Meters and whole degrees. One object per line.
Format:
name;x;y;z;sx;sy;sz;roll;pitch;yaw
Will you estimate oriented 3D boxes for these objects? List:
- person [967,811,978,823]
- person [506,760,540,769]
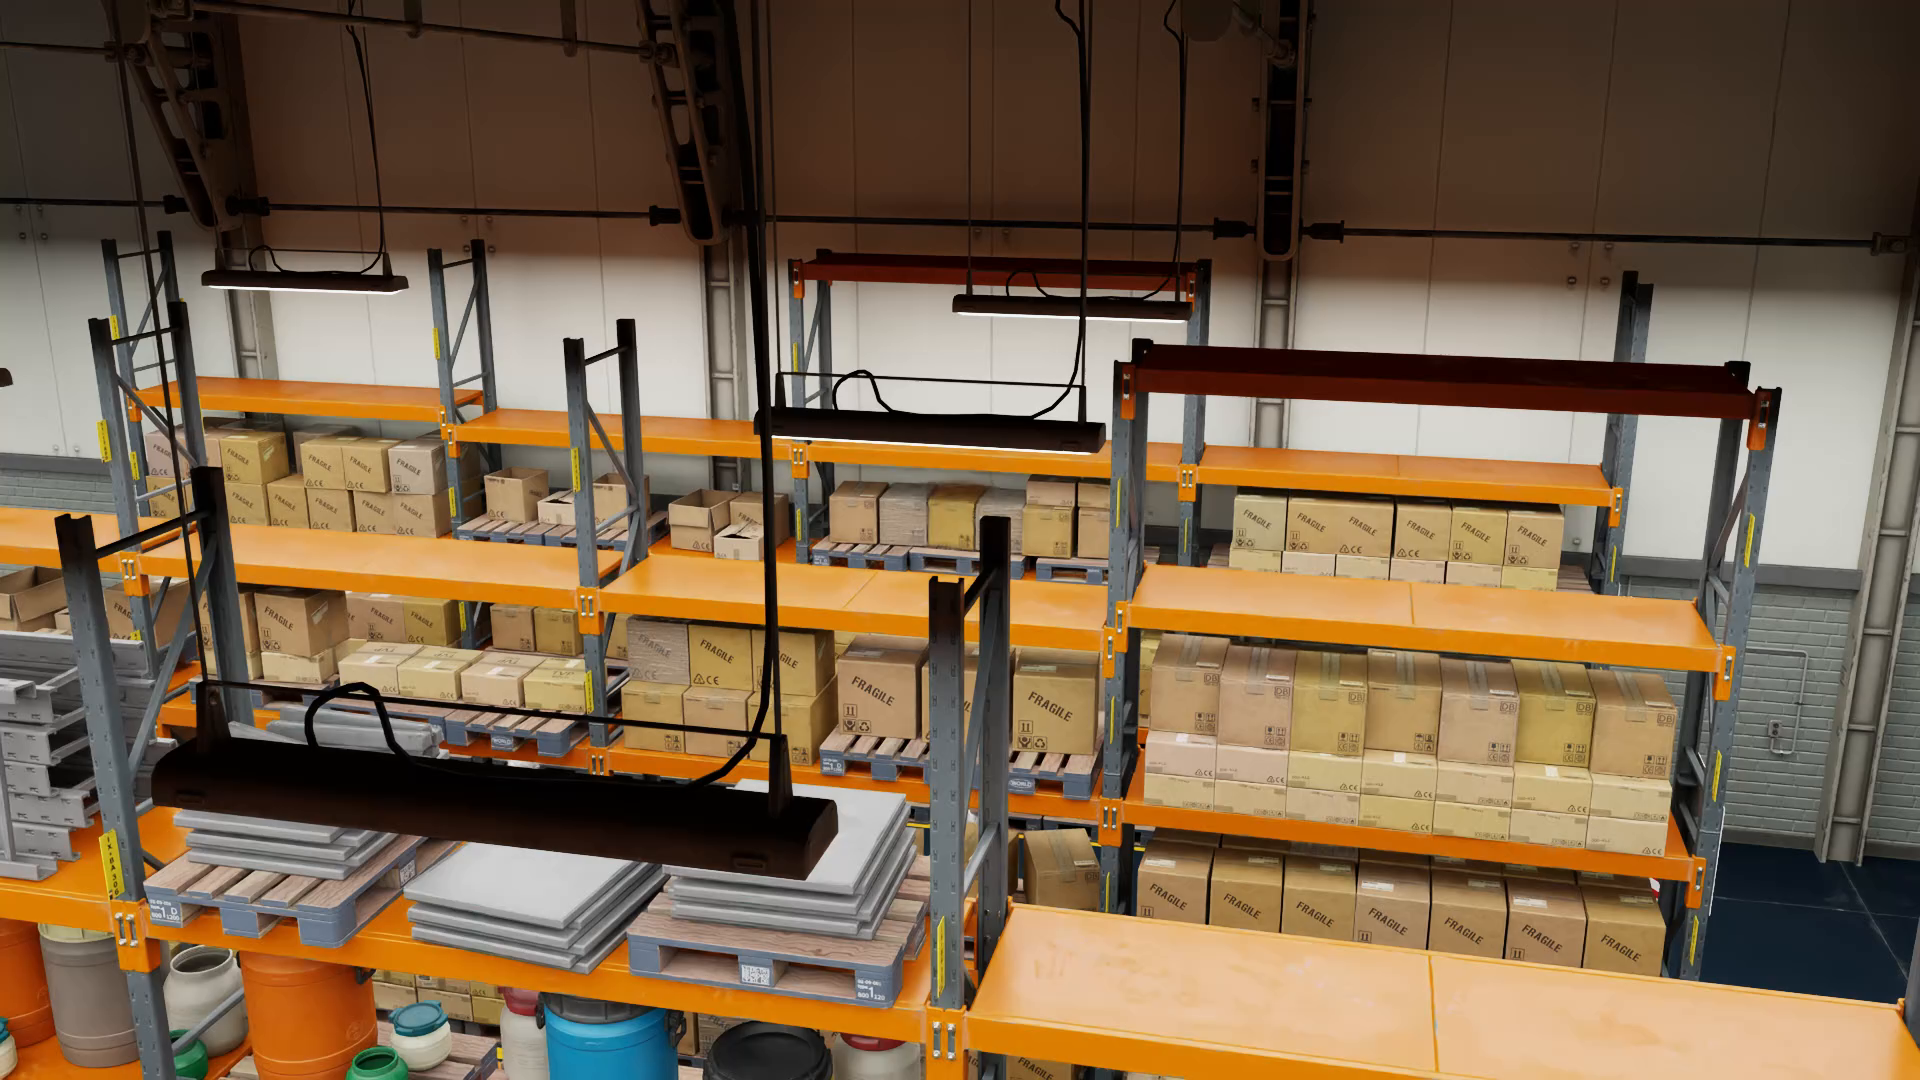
person;0.017;3.038;15.003;0.591;1.687;0.698;6;17;21
person;-4.358;2.650;16.515;0.967;1.565;0.478;6;17;20
